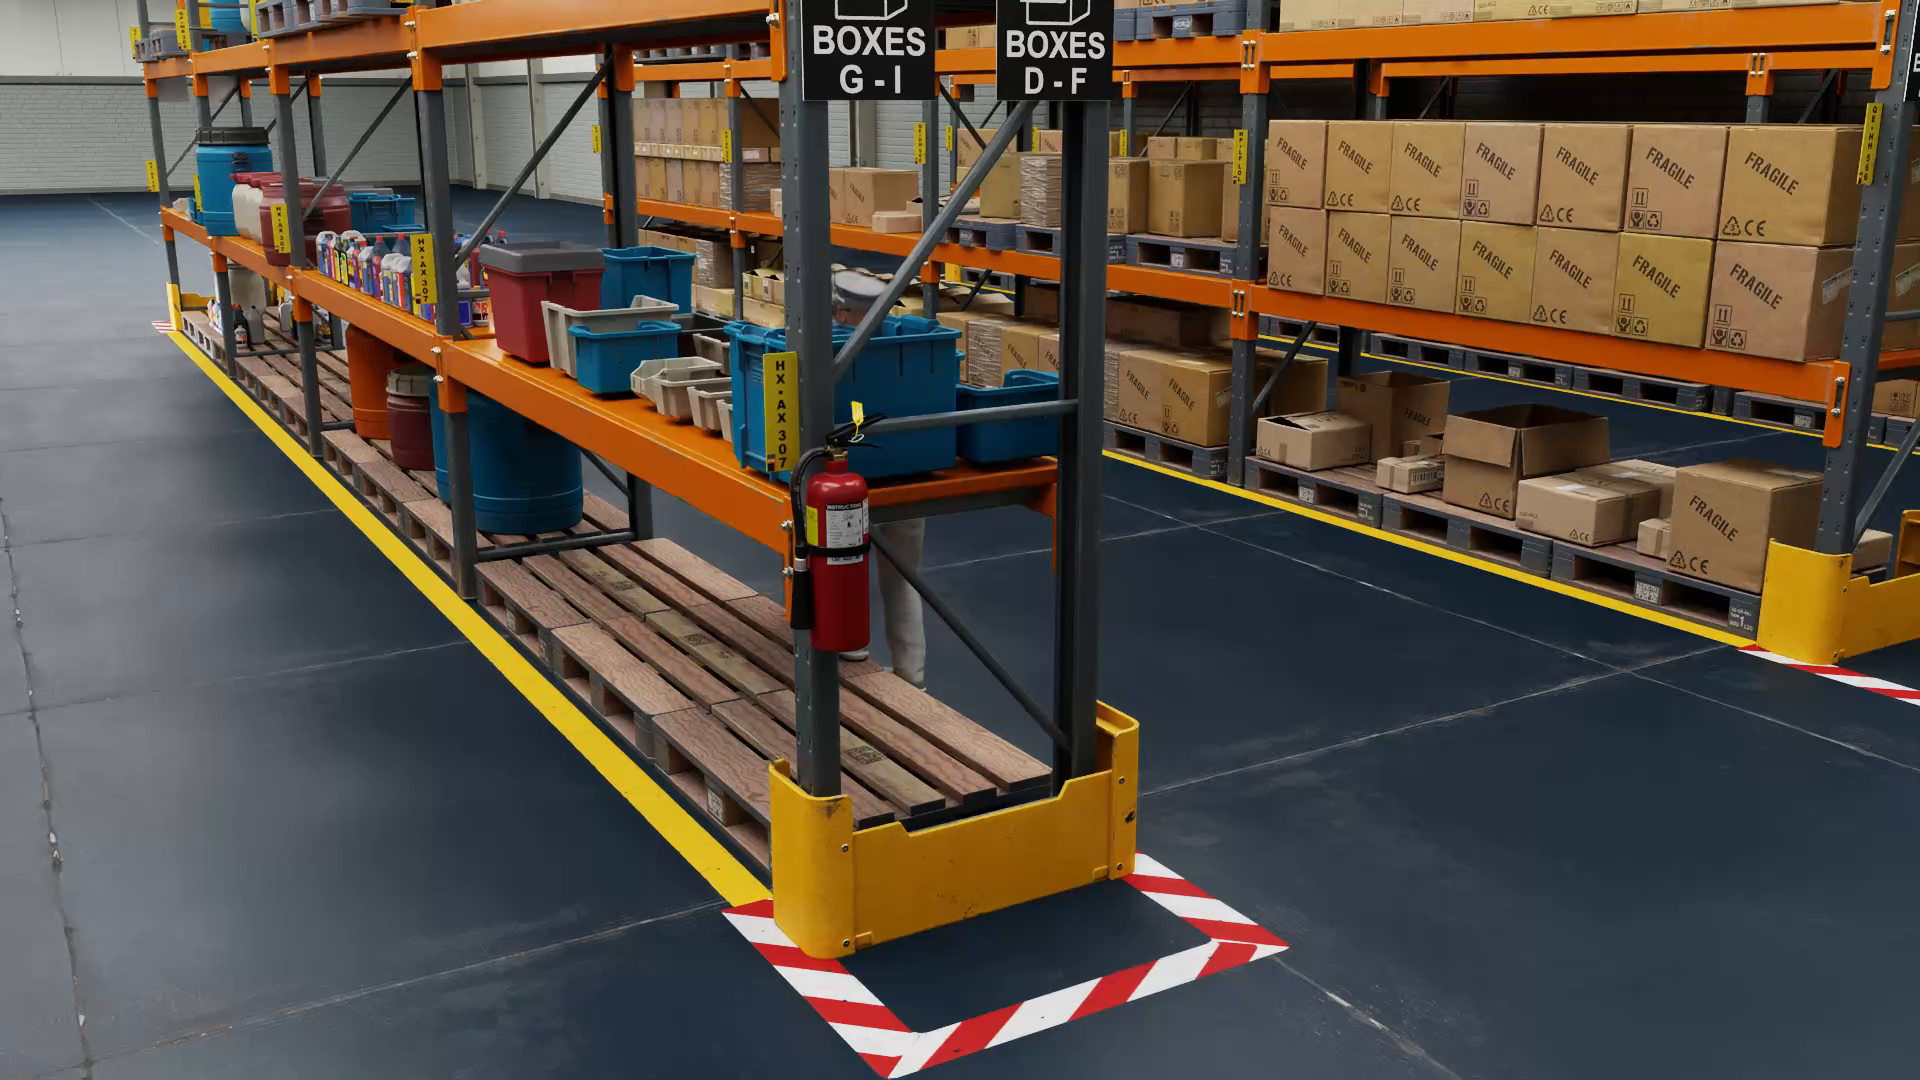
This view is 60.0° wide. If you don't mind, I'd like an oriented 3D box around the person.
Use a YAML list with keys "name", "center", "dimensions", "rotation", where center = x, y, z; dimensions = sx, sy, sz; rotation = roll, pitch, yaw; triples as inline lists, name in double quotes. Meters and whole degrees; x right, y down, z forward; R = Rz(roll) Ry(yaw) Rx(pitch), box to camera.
- name: "person"
  center: [-0.407, -0.205, 6.776]
  dimensions: [0.495, 1.762, 0.572]
  rotation: [-9, 17, -31]
